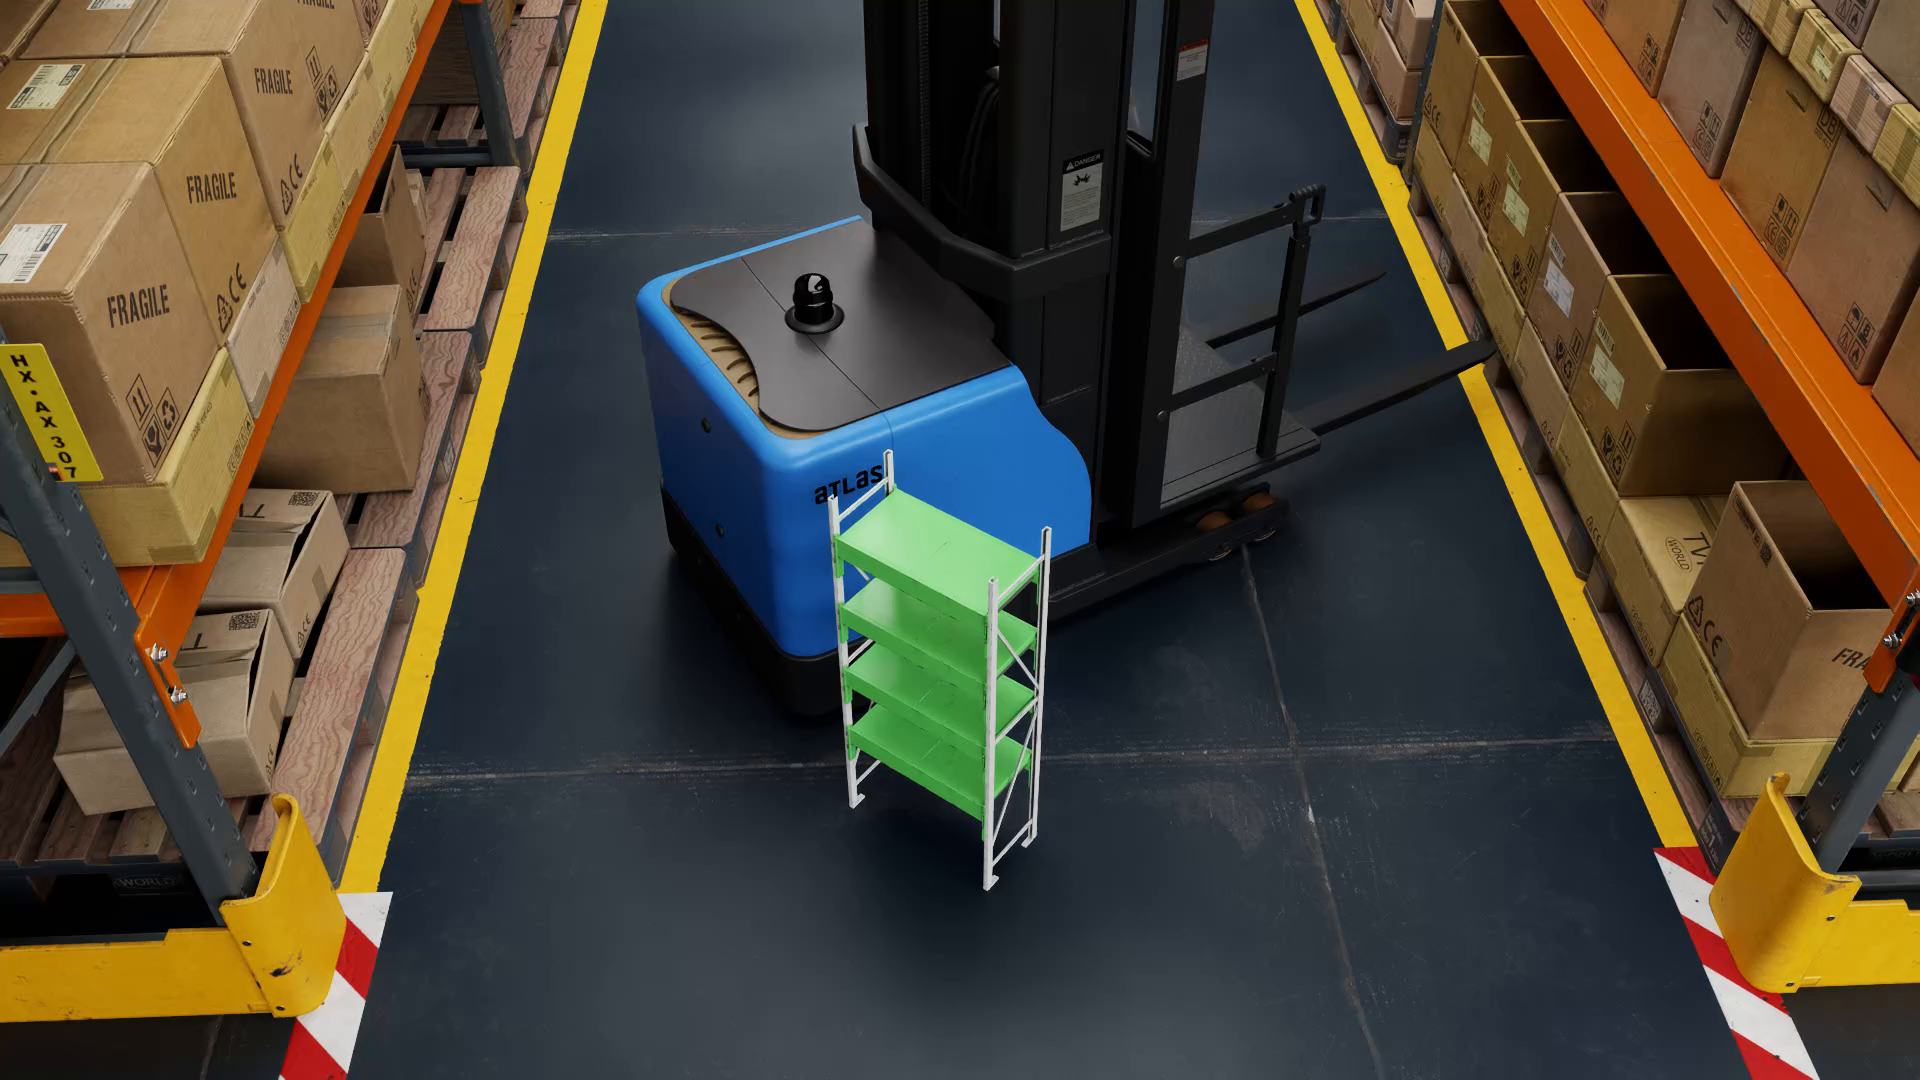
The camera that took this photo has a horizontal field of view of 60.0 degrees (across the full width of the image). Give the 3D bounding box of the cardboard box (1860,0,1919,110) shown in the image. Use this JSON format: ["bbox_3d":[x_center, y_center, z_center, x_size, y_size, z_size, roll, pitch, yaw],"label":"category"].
[{"bbox_3d":[2.642,-1.267,3.879,0.700,0.500,0.500,-3,43,-3],"label":"cardboard box"}]

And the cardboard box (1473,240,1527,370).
[{"bbox_3d":[2.258,-0.891,6.226,0.500,0.250,0.500,-2,43,-2],"label":"cardboard box"}]

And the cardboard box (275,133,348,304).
[{"bbox_3d":[-2.026,-0.886,4.593,0.500,0.250,0.500,-2,43,-2],"label":"cardboard box"}]

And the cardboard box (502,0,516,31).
[{"bbox_3d":[-2.560,-2.686,7.985,0.700,0.500,0.500,-2,43,-3],"label":"cardboard box"}]

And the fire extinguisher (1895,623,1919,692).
[{"bbox_3d":[2.220,0.075,3.505,0.296,0.674,0.183,-2,43,-2],"label":"fire extinguisher"}]

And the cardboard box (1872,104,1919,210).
[{"bbox_3d":[2.449,-0.924,3.984,0.380,0.149,0.250,-2,43,-2],"label":"cardboard box"}]

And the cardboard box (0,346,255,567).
[{"bbox_3d":[-1.974,-0.192,3.836,0.500,0.250,0.500,-3,43,-3],"label":"cardboard box"}]

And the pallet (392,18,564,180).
[{"bbox_3d":[-2.475,-2.100,7.884,1.003,0.211,1.213,-2,43,-2],"label":"pallet"}]

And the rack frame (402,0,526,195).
[{"bbox_3d":[-2.440,-2.602,6.369,1.000,3.000,0.127,-2,43,-2],"label":"rack frame"}]

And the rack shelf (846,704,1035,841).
[{"bbox_3d":[-0.052,0.602,4.655,0.480,0.148,0.258,27,49,26],"label":"rack shelf"}]

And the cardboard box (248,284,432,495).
[{"bbox_3d":[-2.215,-0.493,5.593,0.700,0.500,0.500,-4,43,-4],"label":"cardboard box"}]

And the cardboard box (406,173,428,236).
[{"bbox_3d":[-2.387,-1.359,6.784,0.380,0.166,0.250,-7,43,-7],"label":"cardboard box"}]

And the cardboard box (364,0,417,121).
[{"bbox_3d":[-2.067,-1.567,5.336,0.500,0.250,0.500,-2,43,-2],"label":"cardboard box"}]

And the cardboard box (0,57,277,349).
[{"bbox_3d":[-2.001,-0.795,3.939,0.500,0.500,0.500,-2,43,-2],"label":"cardboard box"}]

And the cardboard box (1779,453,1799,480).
[{"bbox_3d":[2.821,-0.507,5.252,0.500,0.500,0.500,-2,43,-2],"label":"cardboard box"}]

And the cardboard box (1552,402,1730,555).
[{"bbox_3d":[2.305,-0.216,5.489,0.500,0.250,0.500,-2,43,-2],"label":"cardboard box"}]

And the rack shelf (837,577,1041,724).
[{"bbox_3d":[-0.052,0.248,4.331,0.480,0.148,0.258,27,49,26],"label":"rack shelf"}]

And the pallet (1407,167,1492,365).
[{"bbox_3d":[2.501,-1.181,6.882,1.003,0.211,1.213,-2,43,-2],"label":"pallet"}]

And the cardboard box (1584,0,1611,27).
[{"bbox_3d":[2.563,-2.128,5.778,0.700,0.500,0.500,-2,43,-2],"label":"cardboard box"}]

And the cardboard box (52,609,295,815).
[{"bbox_3d":[-2.210,0.458,4.695,0.500,0.311,0.500,-6,43,-7],"label":"cardboard box"}]

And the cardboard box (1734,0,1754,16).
[{"bbox_3d":[2.404,-1.622,4.745,0.380,0.149,0.250,-2,43,-2],"label":"cardboard box"}]

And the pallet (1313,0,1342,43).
[{"bbox_3d":[2.384,-3.041,8.911,1.003,0.211,1.213,-2,43,-2],"label":"pallet"}]

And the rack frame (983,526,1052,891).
[{"bbox_3d":[0.143,0.477,4.342,0.015,1.200,0.240,27,49,26],"label":"rack frame"}]

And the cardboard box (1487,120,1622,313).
[{"bbox_3d":[2.258,-1.167,5.972,0.500,0.500,0.500,-2,43,-2],"label":"cardboard box"}]

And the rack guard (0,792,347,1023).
[{"bbox_3d":[-2.273,0.969,4.323,1.175,0.500,0.348,-2,43,-2],"label":"rack guard"}]

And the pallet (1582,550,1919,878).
[{"bbox_3d":[2.605,0.467,5.085,1.003,0.211,1.213,-2,43,-2],"label":"pallet"}]

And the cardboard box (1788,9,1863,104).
[{"bbox_3d":[2.429,-1.271,4.363,0.380,0.149,0.250,0,43,0],"label":"cardboard box"}]

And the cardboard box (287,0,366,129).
[{"bbox_3d":[-2.051,-1.492,4.699,0.500,0.500,0.500,0,43,0],"label":"cardboard box"}]

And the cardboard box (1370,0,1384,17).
[{"bbox_3d":[2.177,-2.711,7.797,0.500,0.311,0.500,-1,43,-1],"label":"cardboard box"}]

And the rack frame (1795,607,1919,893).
[{"bbox_3d":[2.679,-0.046,3.580,1.000,3.000,0.127,-2,43,-2],"label":"rack frame"}]

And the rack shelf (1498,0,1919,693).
[{"bbox_3d":[2.594,-1.131,5.297,1.077,0.370,4.000,-2,43,-2],"label":"rack shelf"}]

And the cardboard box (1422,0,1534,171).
[{"bbox_3d":[2.216,-1.842,6.709,0.500,0.500,0.500,-2,43,-2],"label":"cardboard box"}]

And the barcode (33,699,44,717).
[{"bbox_3d":[-2.610,0.454,4.693,0.001,0.075,0.075,-2,43,-2],"label":"barcode"}]

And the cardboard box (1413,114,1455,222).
[{"bbox_3d":[2.226,-1.566,6.963,0.500,0.250,0.500,-2,43,-2],"label":"cardboard box"}]

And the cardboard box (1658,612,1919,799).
[{"bbox_3d":[2.361,0.459,4.753,0.500,0.250,0.500,-2,43,-2],"label":"cardboard box"}]

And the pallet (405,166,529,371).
[{"bbox_3d":[-2.376,-1.122,6.817,1.003,0.211,1.213,-2,43,-2],"label":"pallet"}]

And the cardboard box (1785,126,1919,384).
[{"bbox_3d":[2.645,-0.753,4.278,0.700,0.500,0.500,-1,43,-1],"label":"cardboard box"}]

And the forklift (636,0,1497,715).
[{"bbox_3d":[0.536,-1.297,4.996,3.031,2.935,1.130,-22,47,-22],"label":"forklift"}]

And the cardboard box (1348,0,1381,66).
[{"bbox_3d":[2.182,-2.501,7.983,0.500,0.250,0.500,-2,43,-2],"label":"cardboard box"}]

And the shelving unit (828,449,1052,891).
[{"bbox_3d":[-0.052,0.378,4.450,0.503,1.200,0.258,27,49,26],"label":"shelving unit"}]

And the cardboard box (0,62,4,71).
[{"bbox_3d":[-2.514,-0.782,3.925,0.500,0.500,0.500,-1,43,-1],"label":"cardboard box"}]

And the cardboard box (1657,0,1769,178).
[{"bbox_3d":[2.603,-1.444,5.031,0.700,0.500,0.500,0,43,-1],"label":"cardboard box"}]

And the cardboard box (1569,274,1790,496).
[{"bbox_3d":[2.302,-0.492,5.236,0.500,0.500,0.500,-2,43,-2],"label":"cardboard box"}]
